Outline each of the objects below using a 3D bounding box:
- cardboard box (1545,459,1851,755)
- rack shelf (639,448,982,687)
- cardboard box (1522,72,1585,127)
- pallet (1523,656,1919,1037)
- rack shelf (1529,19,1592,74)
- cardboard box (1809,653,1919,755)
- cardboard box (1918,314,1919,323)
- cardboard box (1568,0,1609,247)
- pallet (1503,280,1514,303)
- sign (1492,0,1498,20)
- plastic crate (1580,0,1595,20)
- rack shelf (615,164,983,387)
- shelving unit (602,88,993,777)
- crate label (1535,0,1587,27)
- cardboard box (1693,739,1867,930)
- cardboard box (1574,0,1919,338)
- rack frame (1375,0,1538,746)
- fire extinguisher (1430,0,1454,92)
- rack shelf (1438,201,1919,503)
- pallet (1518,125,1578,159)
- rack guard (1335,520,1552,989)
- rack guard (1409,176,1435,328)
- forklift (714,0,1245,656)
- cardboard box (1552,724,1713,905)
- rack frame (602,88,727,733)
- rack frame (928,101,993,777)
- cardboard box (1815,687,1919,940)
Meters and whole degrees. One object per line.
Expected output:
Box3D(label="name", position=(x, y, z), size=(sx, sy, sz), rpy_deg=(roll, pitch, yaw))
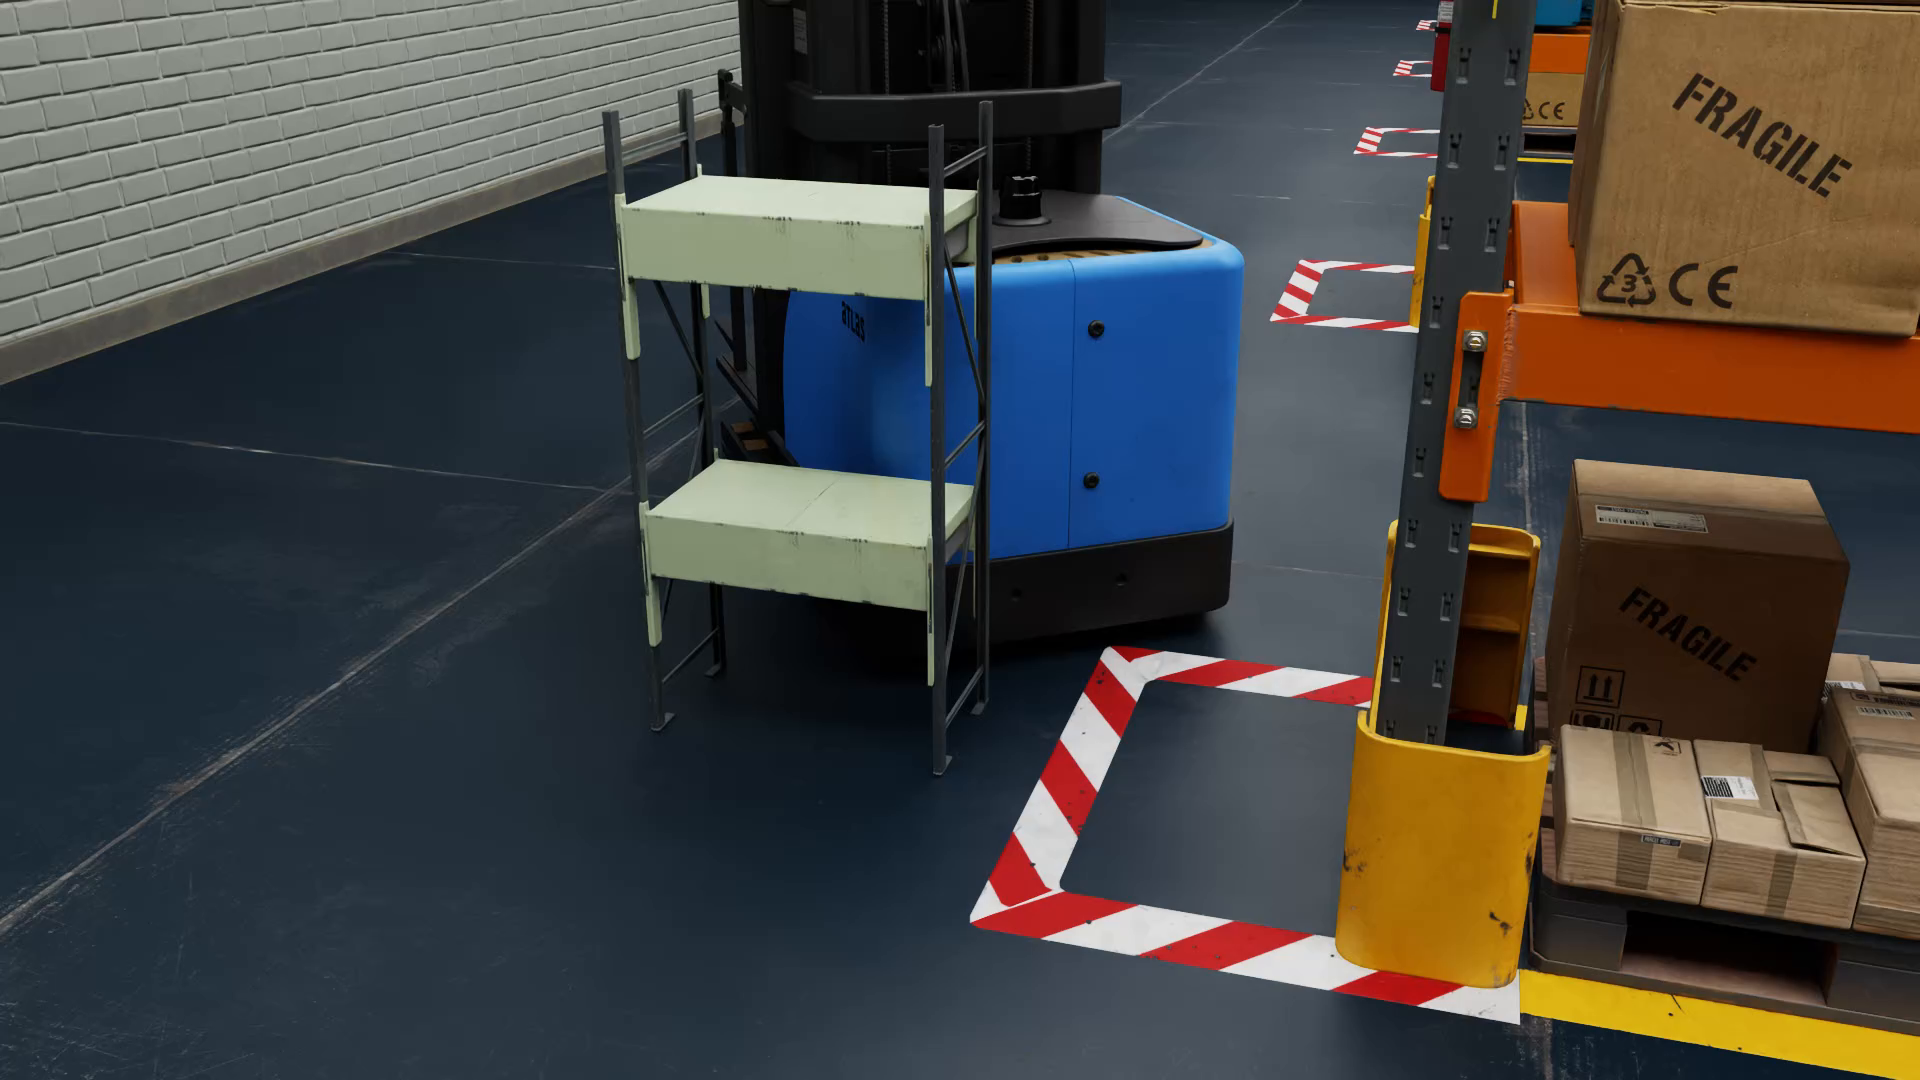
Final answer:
Box3D(label="cardboard box", position=(1.581, 0.160, 3.642), size=(0.500, 0.500, 0.500), rpy_deg=(7, 23, 16))
Box3D(label="rack shelf", position=(-0.345, 0.051, 4.028), size=(0.720, 0.370, 0.431), rpy_deg=(7, 23, 16))
Box3D(label="cardboard box", position=(4.491, -3.532, 12.175), size=(0.875, 0.875, 0.875), rpy_deg=(7, 23, 16))
Box3D(label="pallet", position=(1.826, 0.622, 3.475), size=(1.213, 0.211, 1.003), rpy_deg=(7, 23, 16))
Box3D(label="rack shelf", position=(4.339, -2.010, 7.167), size=(4.000, 0.370, 1.077), rpy_deg=(7, 23, 16))
Box3D(label="cardboard box", position=(1.943, 0.391, 3.517), size=(0.250, 0.166, 0.380), rpy_deg=(7, 23, 16))
Box3D(label="cardboard box", position=(1.834, -0.610, 2.674), size=(0.500, 0.500, 0.500), rpy_deg=(6, 23, 15))
Box3D(label="cardboard box", position=(1.497, -0.859, 3.280), size=(0.500, 0.500, 0.500), rpy_deg=(7, 23, 17))
Box3D(label="pallet", position=(3.202, -1.168, 7.839), size=(1.213, 0.211, 1.003), rpy_deg=(7, 23, 16))
Box3D(label="sign", position=(0.833, -0.967, 2.533), size=(0.005, 0.325, 0.100), rpy_deg=(7, 23, 16))
Box3D(label="plastic crate", position=(2.799, -2.638, 7.622), size=(0.499, 0.435, 0.616), rpy_deg=(7, 23, 16))
Box3D(label="rack shelf", position=(-0.345, -0.612, 3.756), size=(0.720, 0.370, 0.431), rpy_deg=(7, 23, 16))
Box3D(label="shelving unit", position=(-0.345, -0.250, 3.904), size=(0.755, 1.500, 0.431), rpy_deg=(7, 23, 16))
Box3D(label="crate label", position=(2.565, -2.366, 7.227), size=(0.303, 0.233, 0.416), rpy_deg=(7, 23, 16))
Box3D(label="cardboard box", position=(1.531, 0.542, 3.149), size=(0.250, 0.166, 0.380), rpy_deg=(7, 23, 16))
Box3D(label="cardboard box", position=(1.338, -0.665, 2.807), size=(0.500, 0.500, 0.500), rpy_deg=(7, 23, 17))
Box3D(label="rack frame", position=(0.990, -0.763, 3.178), size=(0.127, 3.000, 1.000), rpy_deg=(7, 23, 16))
Box3D(label="fire extinguisher", position=(2.411, -2.536, 8.093), size=(0.183, 0.674, 0.296), rpy_deg=(7, 23, 16))
Box3D(label="rack shelf", position=(2.904, -0.211, 2.780), size=(4.000, 0.370, 1.077), rpy_deg=(7, 23, 16))
Box3D(label="pallet", position=(4.643, -3.013, 12.336), size=(1.213, 0.211, 1.003), rpy_deg=(7, 23, 16))
Box3D(label="rack guard", position=(1.062, 0.402, 3.632), size=(0.348, 0.500, 1.175), rpy_deg=(7, 23, 16))
Box3D(label="rack guard", position=(2.397, -1.404, 8.034), size=(0.348, 0.500, 1.175), rpy_deg=(7, 23, 16))
Box3D(label="forklift", position=(-0.206, -1.582, 5.264), size=(1.130, 2.935, 3.031), rpy_deg=(-7, 23, -18))
Box3D(label="cardboard box", position=(1.291, 0.523, 3.219), size=(0.250, 0.149, 0.380), rpy_deg=(7, 23, 16))
Box3D(label="rack frame", position=(-0.695, -0.291, 4.004), size=(0.023, 1.500, 0.400), rpy_deg=(7, 23, 16))
Box3D(label="rack frame", position=(0.005, -0.210, 3.805), size=(0.023, 1.500, 0.400), rpy_deg=(7, 23, 16))
Box3D(label="cardboard box", position=(1.907, 0.523, 3.086), size=(0.500, 0.250, 0.500), rpy_deg=(7, 23, 16))
